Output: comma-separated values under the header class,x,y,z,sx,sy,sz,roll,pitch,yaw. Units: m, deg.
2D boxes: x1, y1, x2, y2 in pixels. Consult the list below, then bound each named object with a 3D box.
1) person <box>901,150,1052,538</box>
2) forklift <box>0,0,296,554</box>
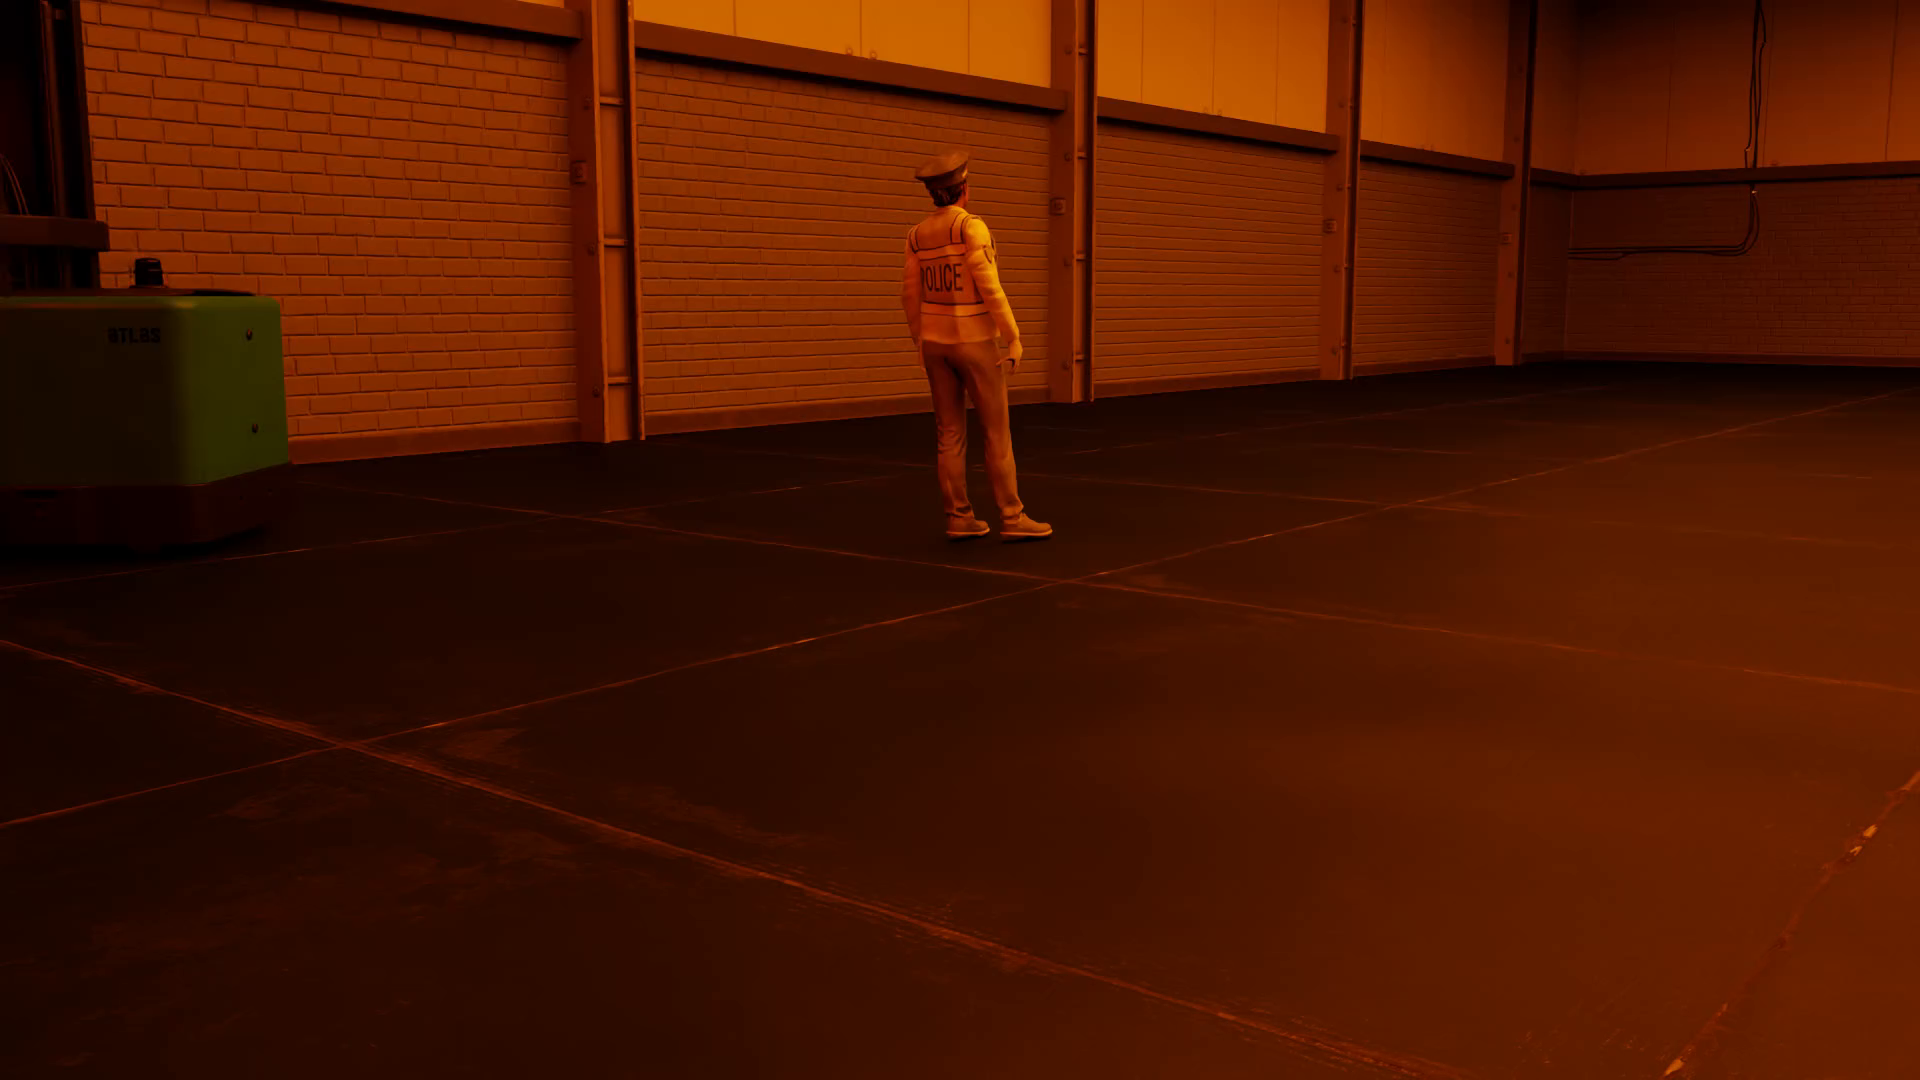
class,x,y,z,sx,sy,sz,roll,pitch,yaw
person,0.048,-0.852,7.330,0.587,1.695,0.531,7,11,38
forklift,-4.607,-1.437,7.101,3.031,2.935,1.130,0,8,-1
